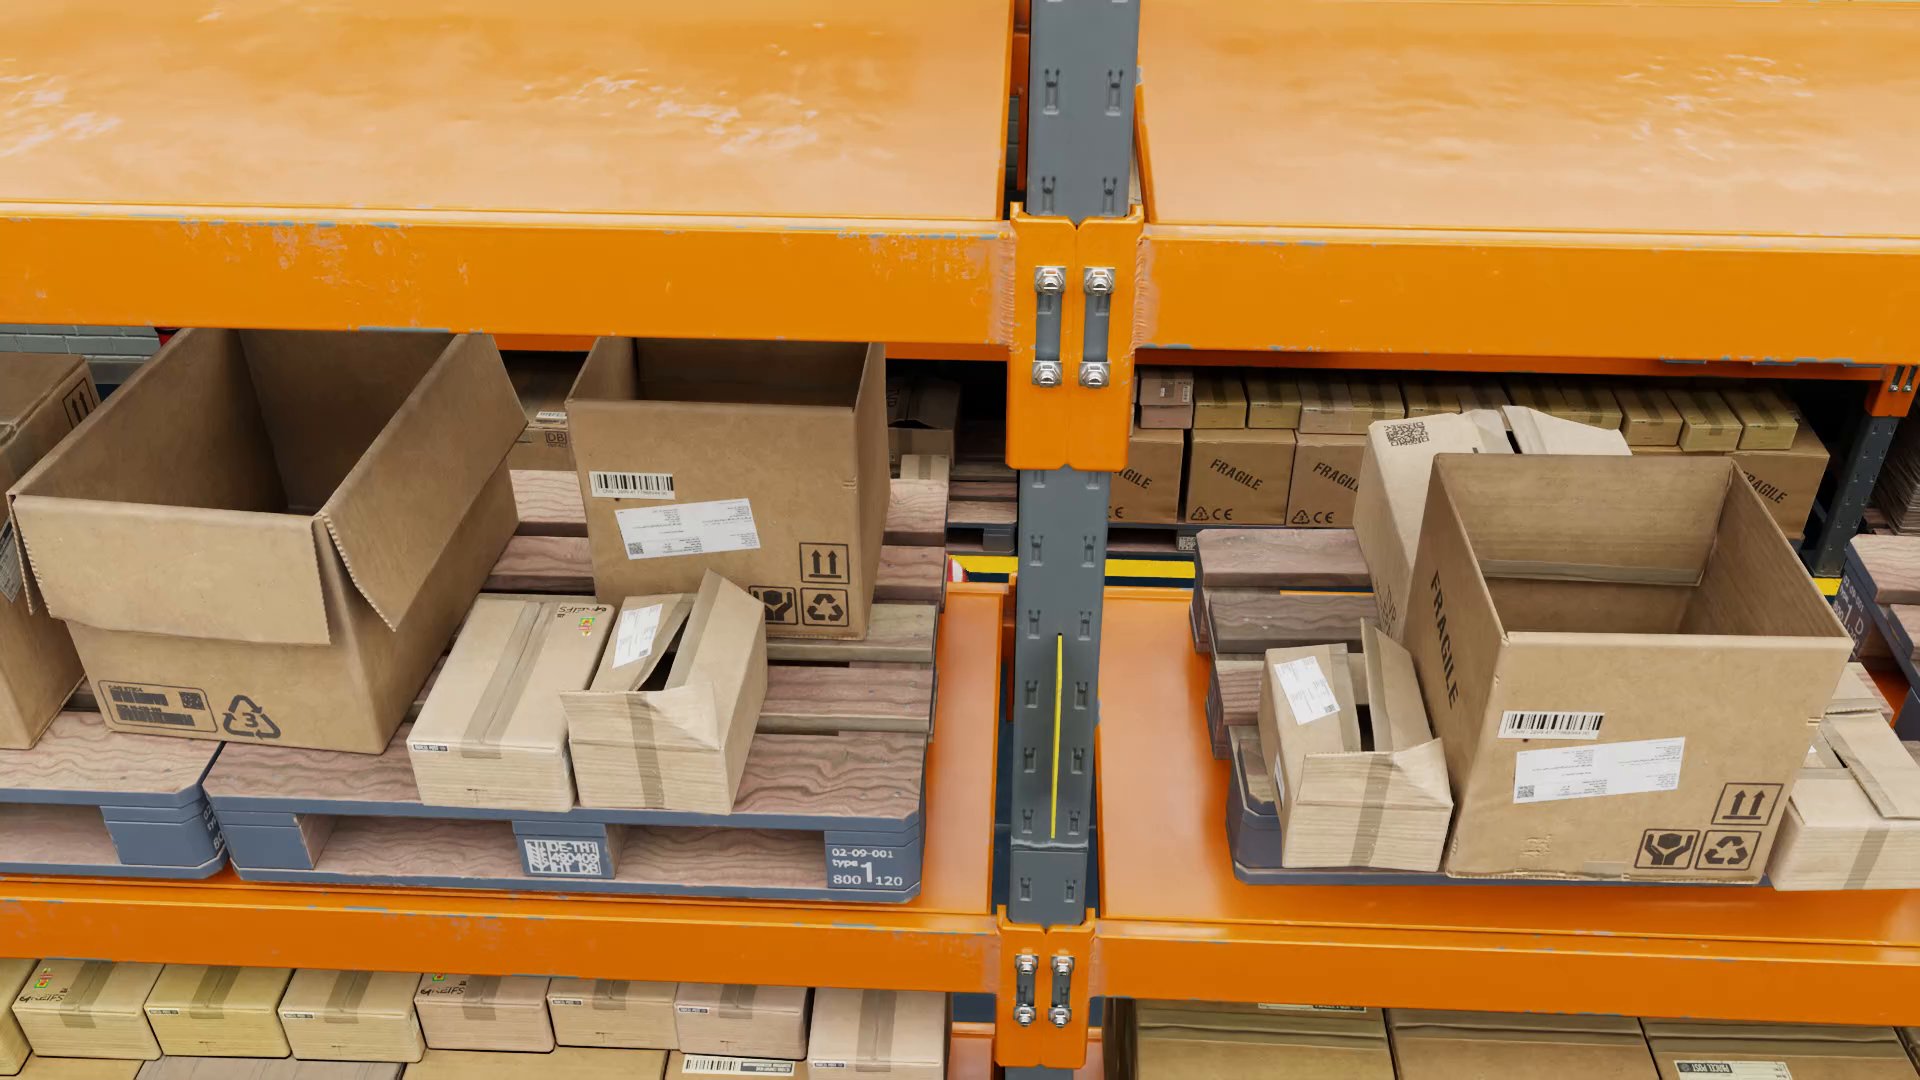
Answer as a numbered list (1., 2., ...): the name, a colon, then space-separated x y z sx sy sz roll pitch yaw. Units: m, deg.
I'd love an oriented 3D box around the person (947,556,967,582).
1. person: -0.402 0.241 7.451 0.893 0.996 0.544 1 35 1
